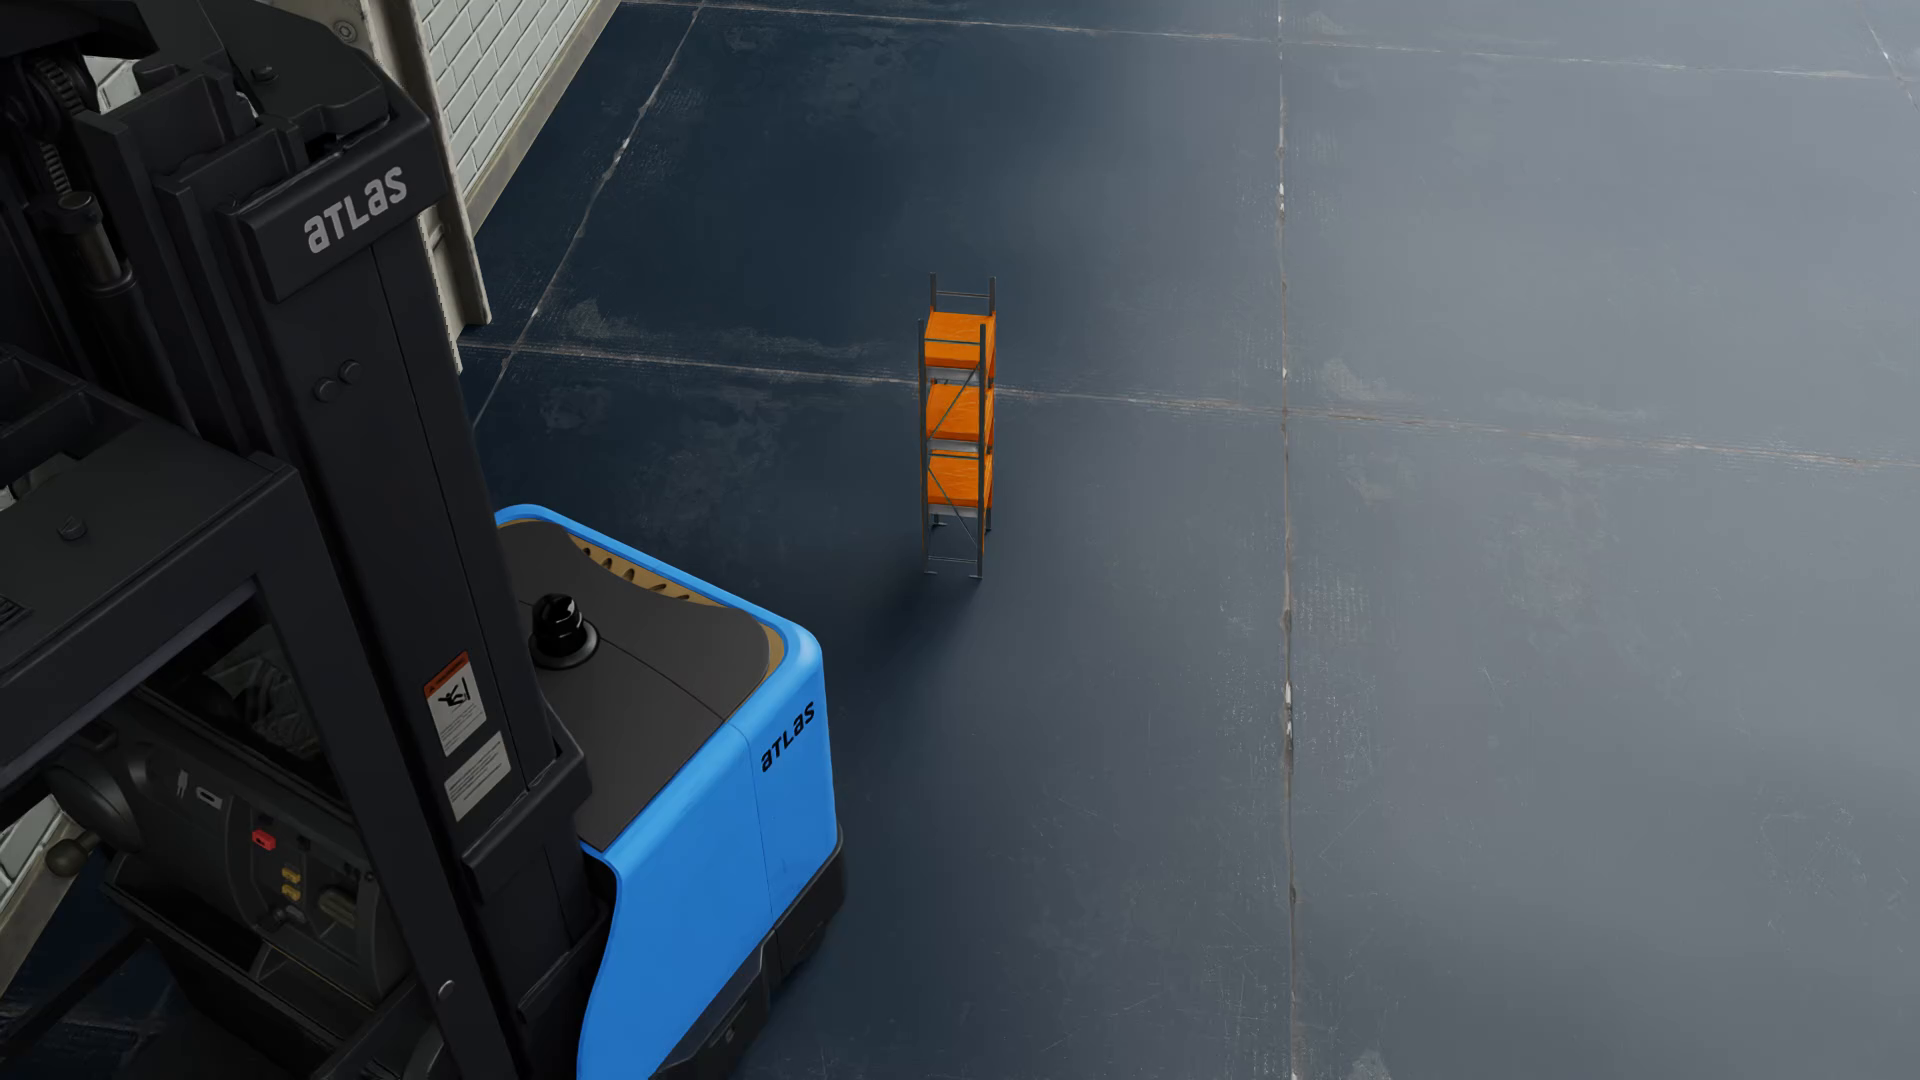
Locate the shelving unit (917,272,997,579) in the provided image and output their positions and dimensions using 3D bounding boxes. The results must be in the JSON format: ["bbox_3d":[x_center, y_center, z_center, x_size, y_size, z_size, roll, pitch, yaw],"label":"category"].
[{"bbox_3d":[-0.007,-0.345,5.351,0.215,1.050,0.252,5,44,6],"label":"shelving unit"}]

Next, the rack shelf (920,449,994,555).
[{"bbox_3d":[-0.007,-0.135,5.549,0.215,0.259,0.240,5,44,6],"label":"rack shelf"}]

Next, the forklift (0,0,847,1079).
[{"bbox_3d":[-1.511,0.635,2.947,1.130,2.935,3.031,23,48,22],"label":"forklift"}]

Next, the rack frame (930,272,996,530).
[{"bbox_3d":[0.009,-0.428,5.438,0.200,1.050,0.008,5,44,6],"label":"rack frame"}]

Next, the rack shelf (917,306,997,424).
[{"bbox_3d":[-0.007,-0.543,5.163,0.215,0.259,0.240,5,44,6],"label":"rack shelf"}]

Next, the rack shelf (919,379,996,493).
[{"bbox_3d":[-0.007,-0.337,5.358,0.215,0.259,0.240,5,44,6],"label":"rack shelf"}]

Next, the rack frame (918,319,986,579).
[{"bbox_3d":[-0.023,-0.262,5.263,0.200,1.050,0.008,5,44,6],"label":"rack frame"}]

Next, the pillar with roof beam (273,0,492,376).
[{"bbox_3d":[2.204,-3.655,3.066,9.100,9.000,0.400,5,44,6],"label":"pillar with roof beam"}]
